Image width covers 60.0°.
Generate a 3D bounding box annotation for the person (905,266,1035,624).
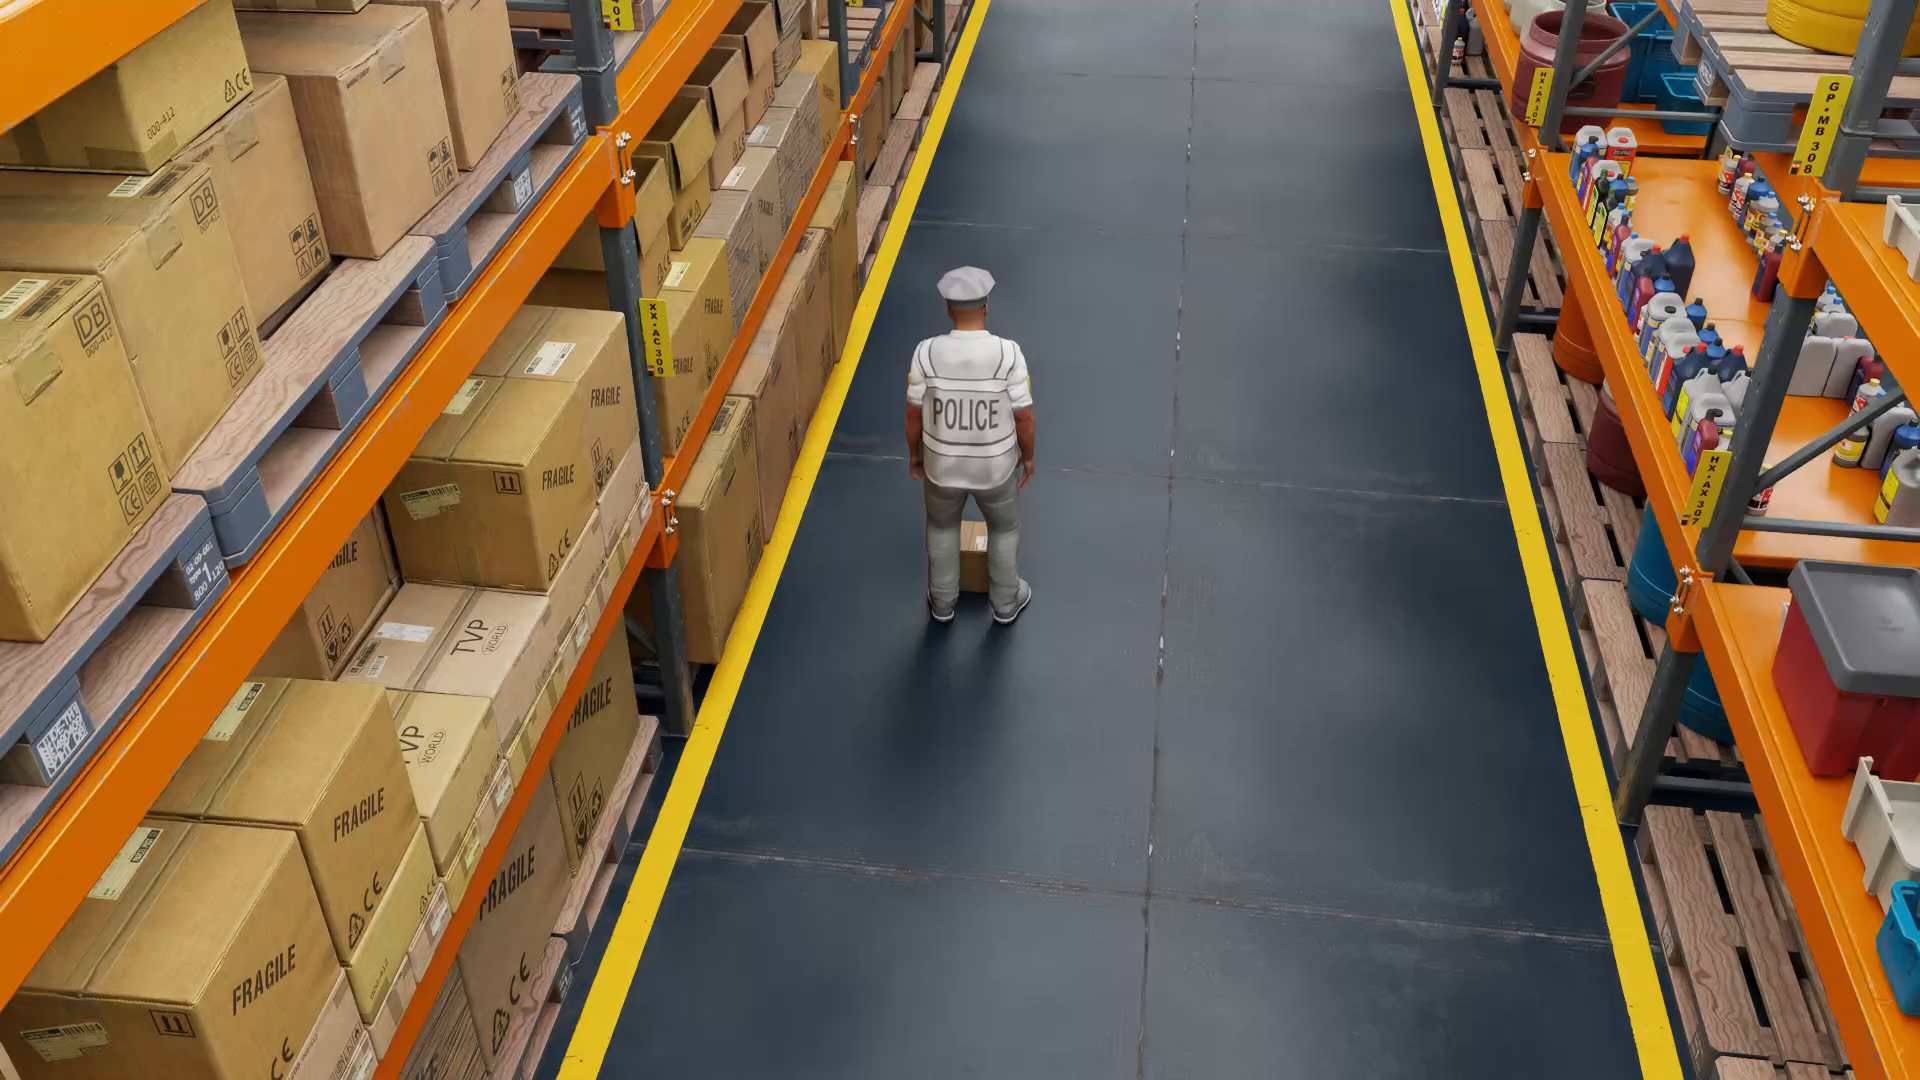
[{"bbox_3d":[0.047,-0.364,7.537,0.584,1.747,0.440,3,36,4],"label":"person"}]
